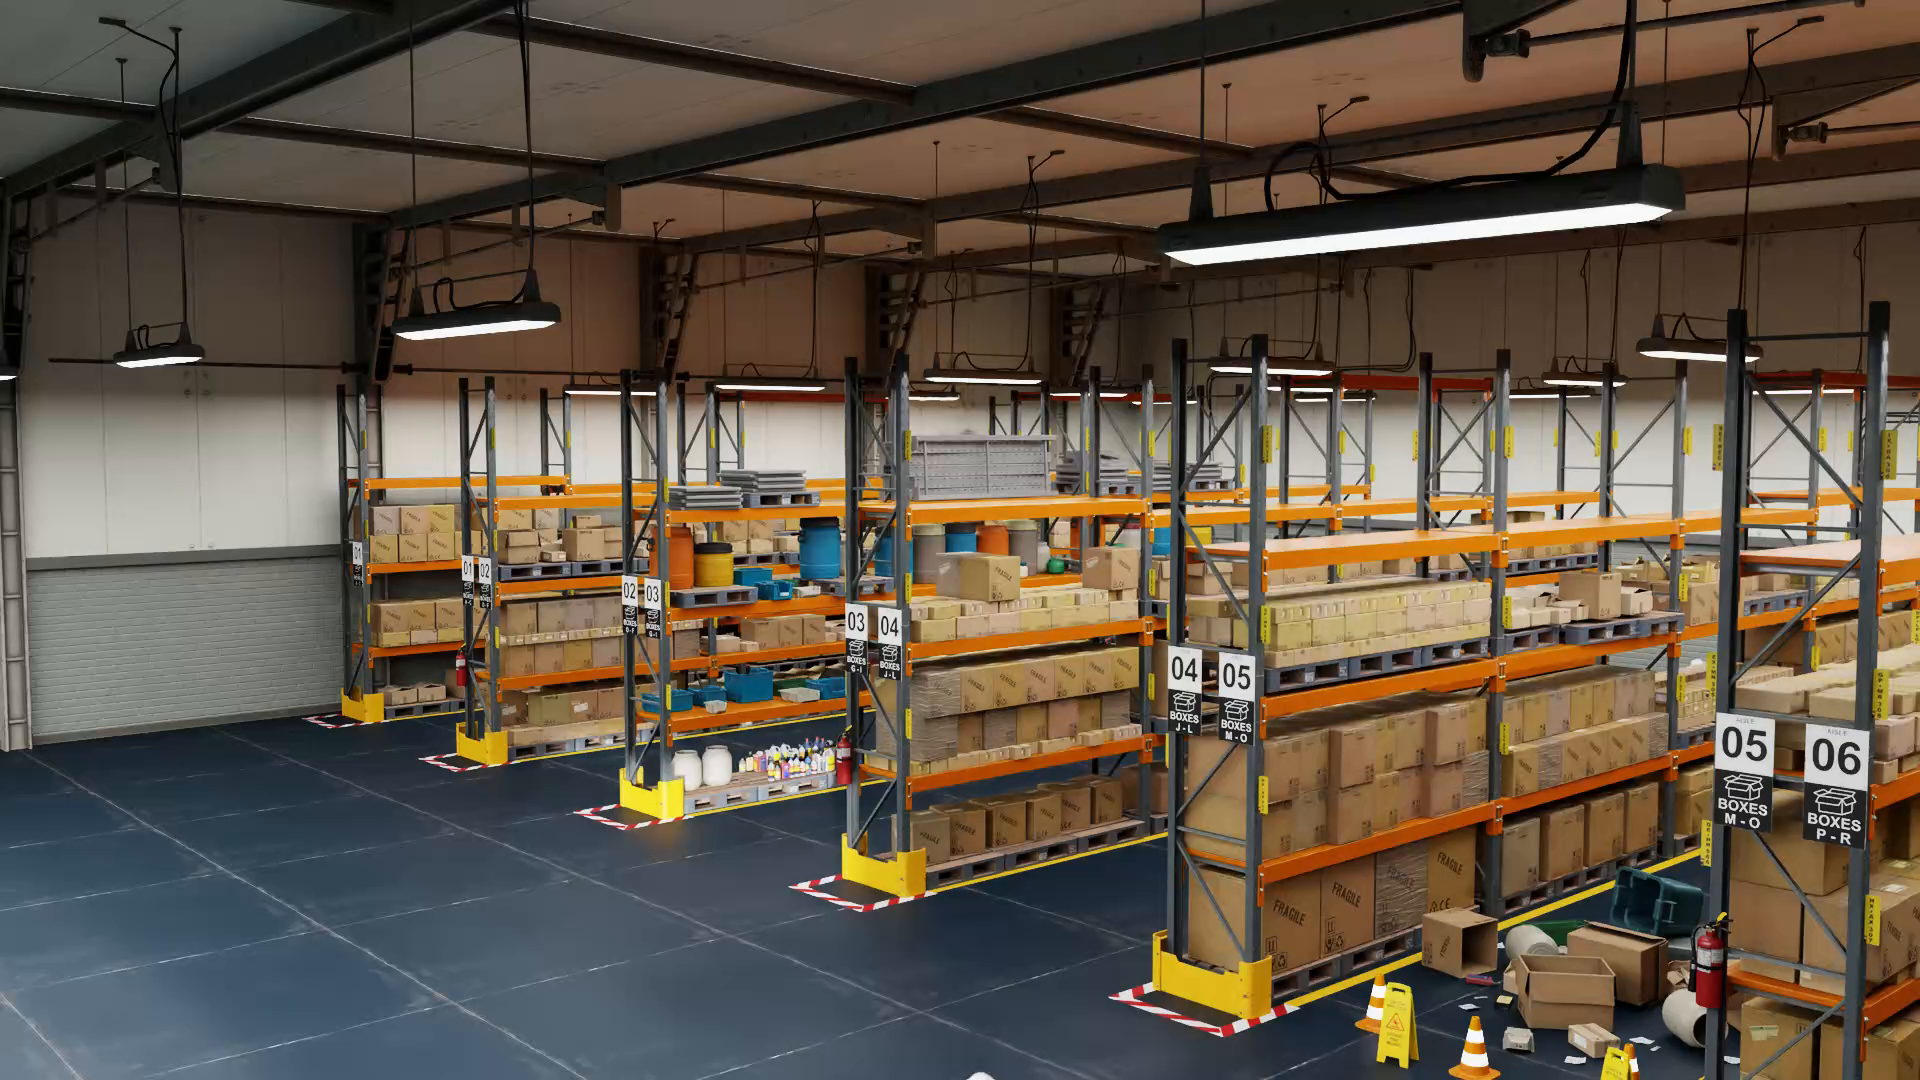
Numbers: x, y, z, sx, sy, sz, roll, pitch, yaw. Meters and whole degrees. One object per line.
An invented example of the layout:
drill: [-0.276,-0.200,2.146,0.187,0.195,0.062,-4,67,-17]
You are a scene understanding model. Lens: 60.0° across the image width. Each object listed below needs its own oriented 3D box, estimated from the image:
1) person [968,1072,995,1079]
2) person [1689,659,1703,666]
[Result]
person: [0.100,3.691,8.773,0.703,1.823,0.833,0,4,-1]
person: [11.398,2.664,25.479,0.661,1.733,0.923,3,5,43]
